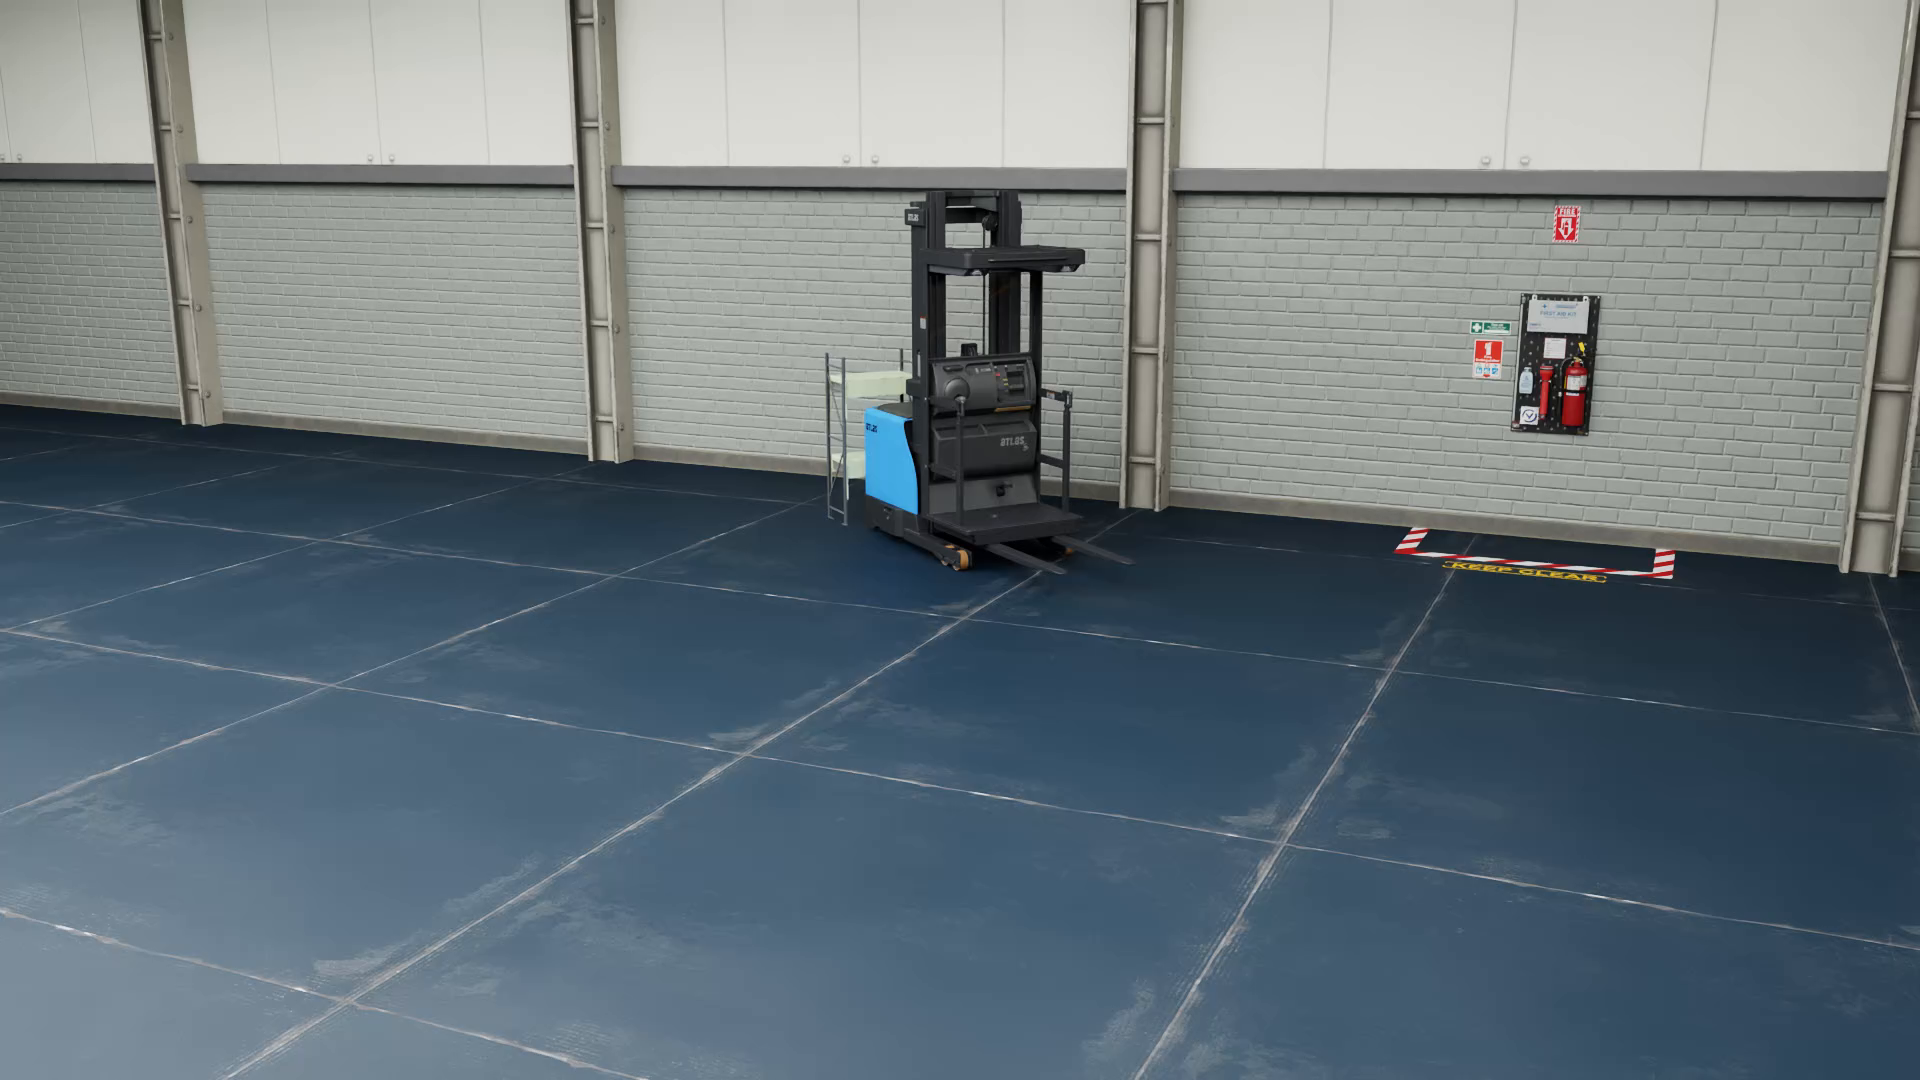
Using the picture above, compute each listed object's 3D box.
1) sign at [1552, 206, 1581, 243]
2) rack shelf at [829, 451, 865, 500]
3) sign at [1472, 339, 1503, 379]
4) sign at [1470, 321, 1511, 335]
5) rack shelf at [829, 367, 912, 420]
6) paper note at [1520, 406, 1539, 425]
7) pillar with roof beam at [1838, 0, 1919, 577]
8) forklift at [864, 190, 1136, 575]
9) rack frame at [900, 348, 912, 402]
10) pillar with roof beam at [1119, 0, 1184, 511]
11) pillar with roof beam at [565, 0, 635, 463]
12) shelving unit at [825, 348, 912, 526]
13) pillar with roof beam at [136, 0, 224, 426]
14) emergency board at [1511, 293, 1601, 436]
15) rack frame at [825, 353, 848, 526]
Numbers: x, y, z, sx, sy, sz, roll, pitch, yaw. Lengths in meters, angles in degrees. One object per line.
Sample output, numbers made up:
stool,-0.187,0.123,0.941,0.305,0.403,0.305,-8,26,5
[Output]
sign,5.002,-2.605,13.717,0.199,0.298,0.001,6,14,23
rack shelf,-0.774,-0.617,15.027,0.720,0.370,0.431,-7,15,-27
sign,4.506,-1.545,14.196,0.234,0.329,0.001,6,14,23
sign,4.506,-1.801,14.126,0.331,0.109,0.001,6,14,23
rack shelf,-0.774,-1.314,14.864,0.720,0.370,0.431,-7,15,-27
paper note,4.835,-1.057,14.122,0.142,0.148,0.016,6,14,23
pillar with roof beam,5.470,-3.240,8.364,0.400,9.000,9.100,6,14,23
forklift,0.304,-1.301,13.382,1.130,2.935,3.031,-7,15,-28
rack frame,-0.449,-0.973,15.116,0.023,1.500,0.400,-7,15,-27
pillar with roof beam,-0.016,-3.795,10.730,0.400,9.000,9.100,6,14,23
pillar with roof beam,-5.502,-4.350,13.096,0.400,9.000,9.100,6,14,23
shelving unit,-0.774,-0.934,14.953,0.755,1.500,0.431,-7,15,-27
pillar with roof beam,-10.988,-4.906,15.462,0.400,9.000,9.100,6,14,23
emergency board,4.969,-1.455,13.890,0.643,1.169,0.194,6,14,23
rack frame,-1.099,-0.896,14.789,0.023,1.500,0.400,-7,15,-27
